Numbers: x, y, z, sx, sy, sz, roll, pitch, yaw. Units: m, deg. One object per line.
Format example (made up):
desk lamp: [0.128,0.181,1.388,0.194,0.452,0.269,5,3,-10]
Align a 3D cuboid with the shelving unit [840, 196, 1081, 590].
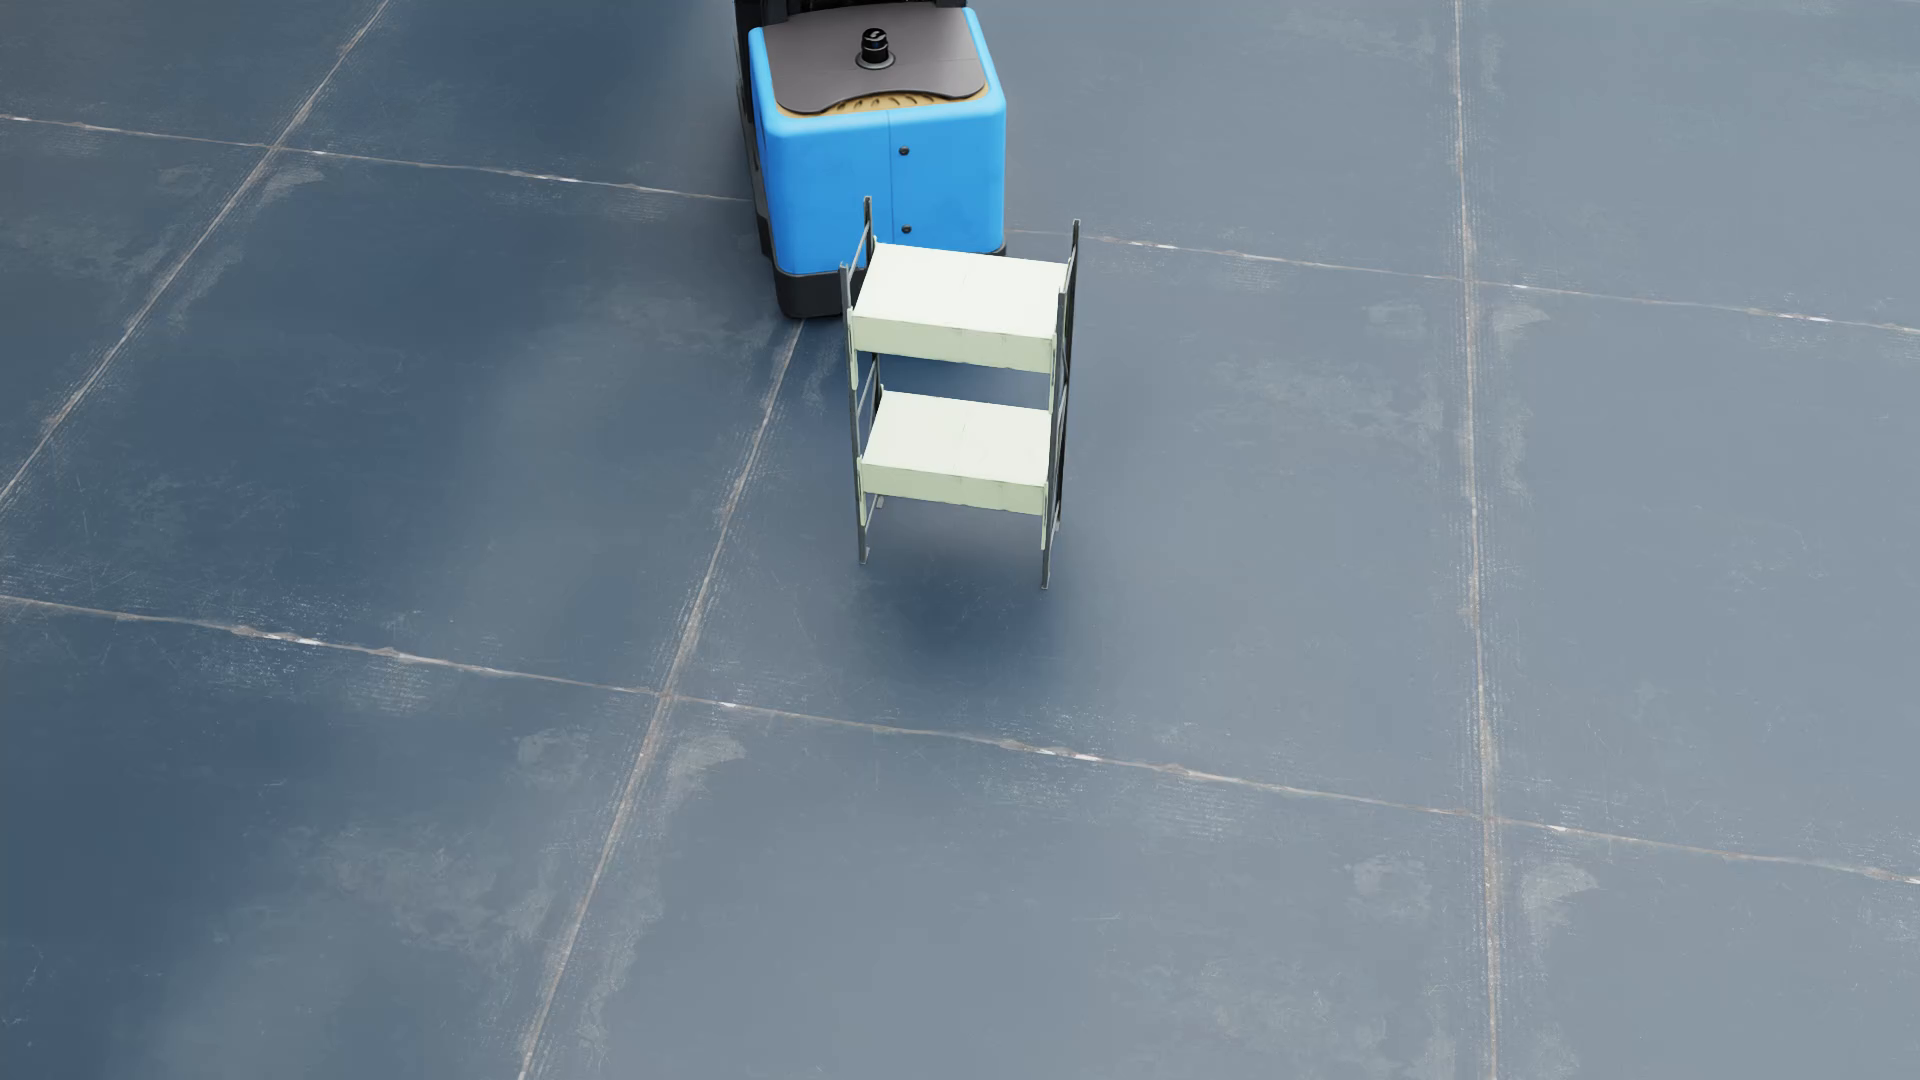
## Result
shelving unit: [0.007,-0.500,6.163,0.755,1.500,0.431,8,49,7]

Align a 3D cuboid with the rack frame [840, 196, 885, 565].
rack frame: [-0.354,-0.549,6.207,0.023,1.500,0.400,8,49,7]

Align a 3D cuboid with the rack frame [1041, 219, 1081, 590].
rack frame: [0.367,-0.452,6.120,0.023,1.500,0.400,8,49,7]

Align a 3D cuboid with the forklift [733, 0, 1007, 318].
forklift: [-0.559,-3.101,7.537,1.130,2.935,3.031,-8,49,-7]

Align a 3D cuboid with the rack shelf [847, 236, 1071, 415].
rack shelf: [0.007,-0.761,5.873,0.720,0.370,0.431,8,49,7]

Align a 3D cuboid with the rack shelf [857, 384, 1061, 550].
rack shelf: [0.007,-0.283,6.406,0.720,0.370,0.431,8,49,7]
